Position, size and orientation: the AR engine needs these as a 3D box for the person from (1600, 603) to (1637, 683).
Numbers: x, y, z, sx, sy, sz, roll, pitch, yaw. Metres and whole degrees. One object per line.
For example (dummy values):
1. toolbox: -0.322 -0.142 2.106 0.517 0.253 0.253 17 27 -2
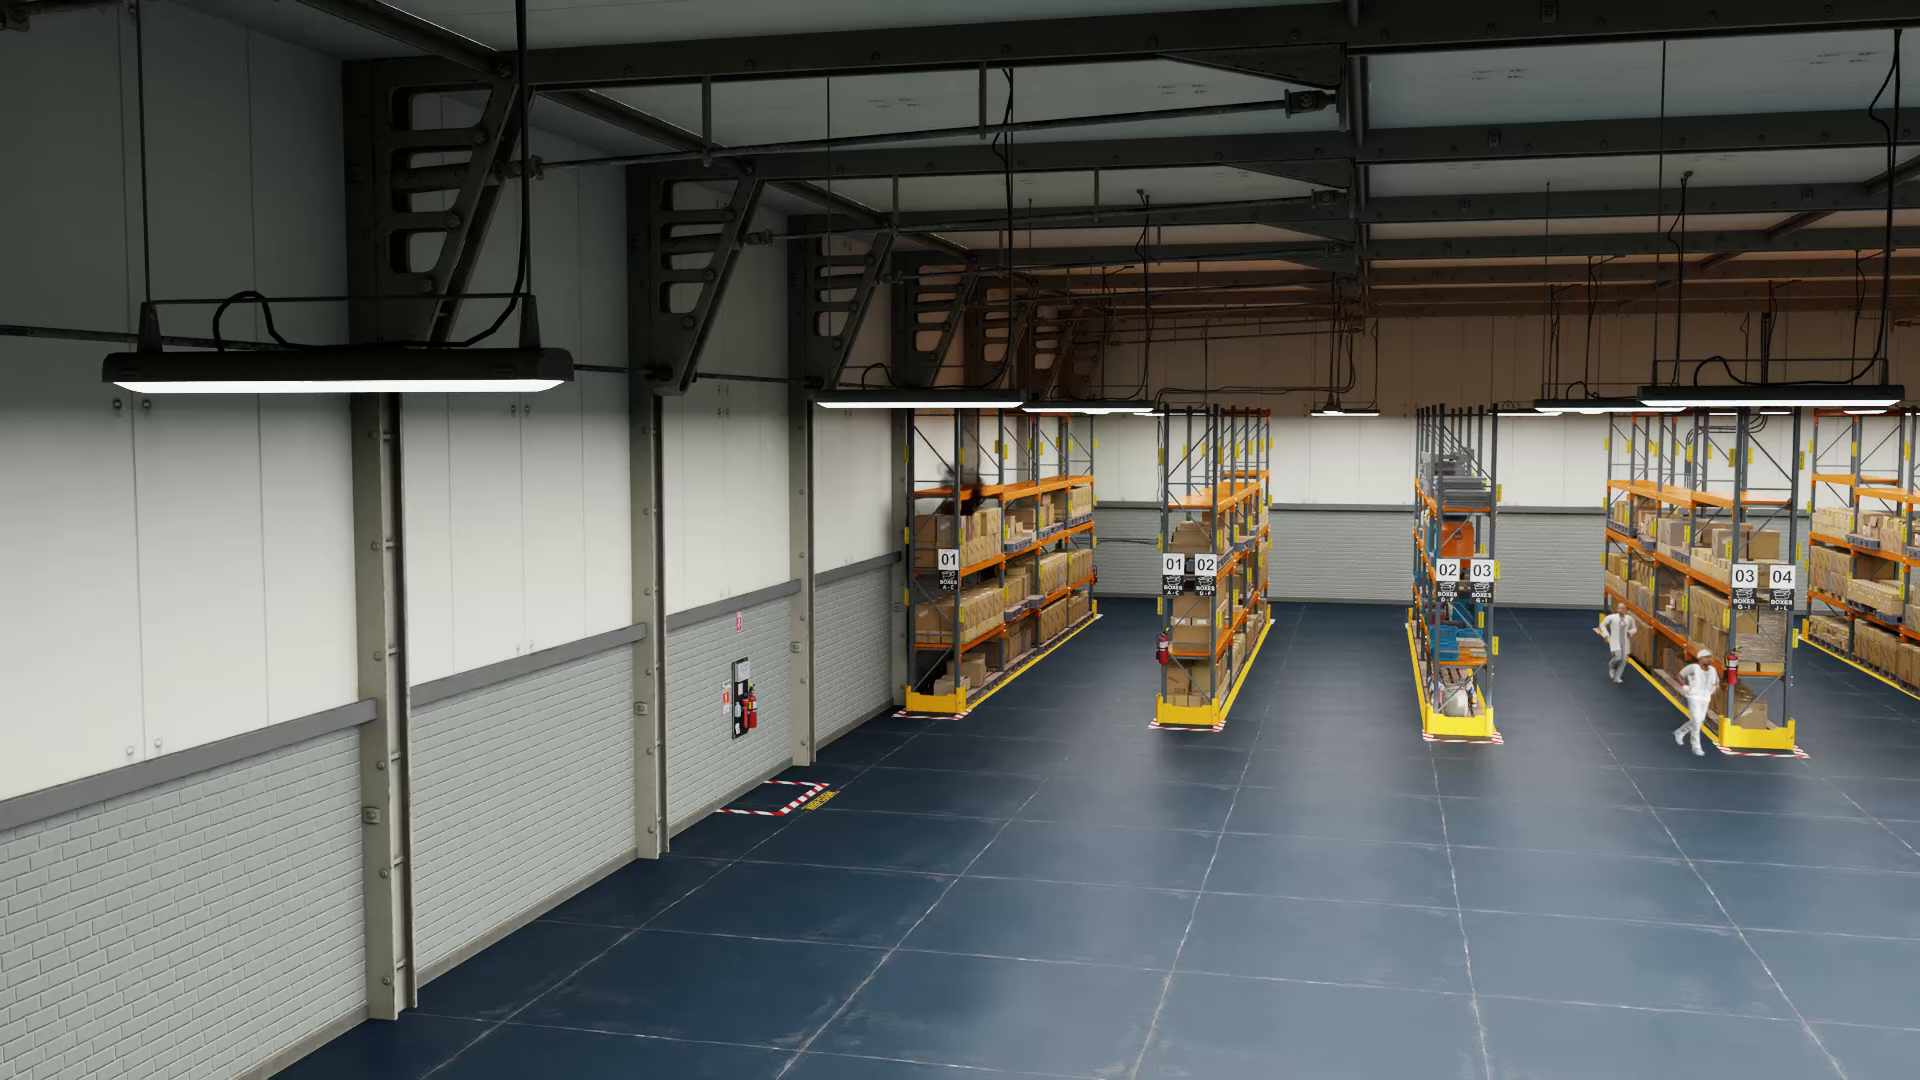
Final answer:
1. person: 14.288 2.237 35.979 0.713 1.738 0.618 0 4 2

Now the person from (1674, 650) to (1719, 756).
1. person: 12.757 2.771 28.703 0.715 1.778 0.903 -1 4 -10
